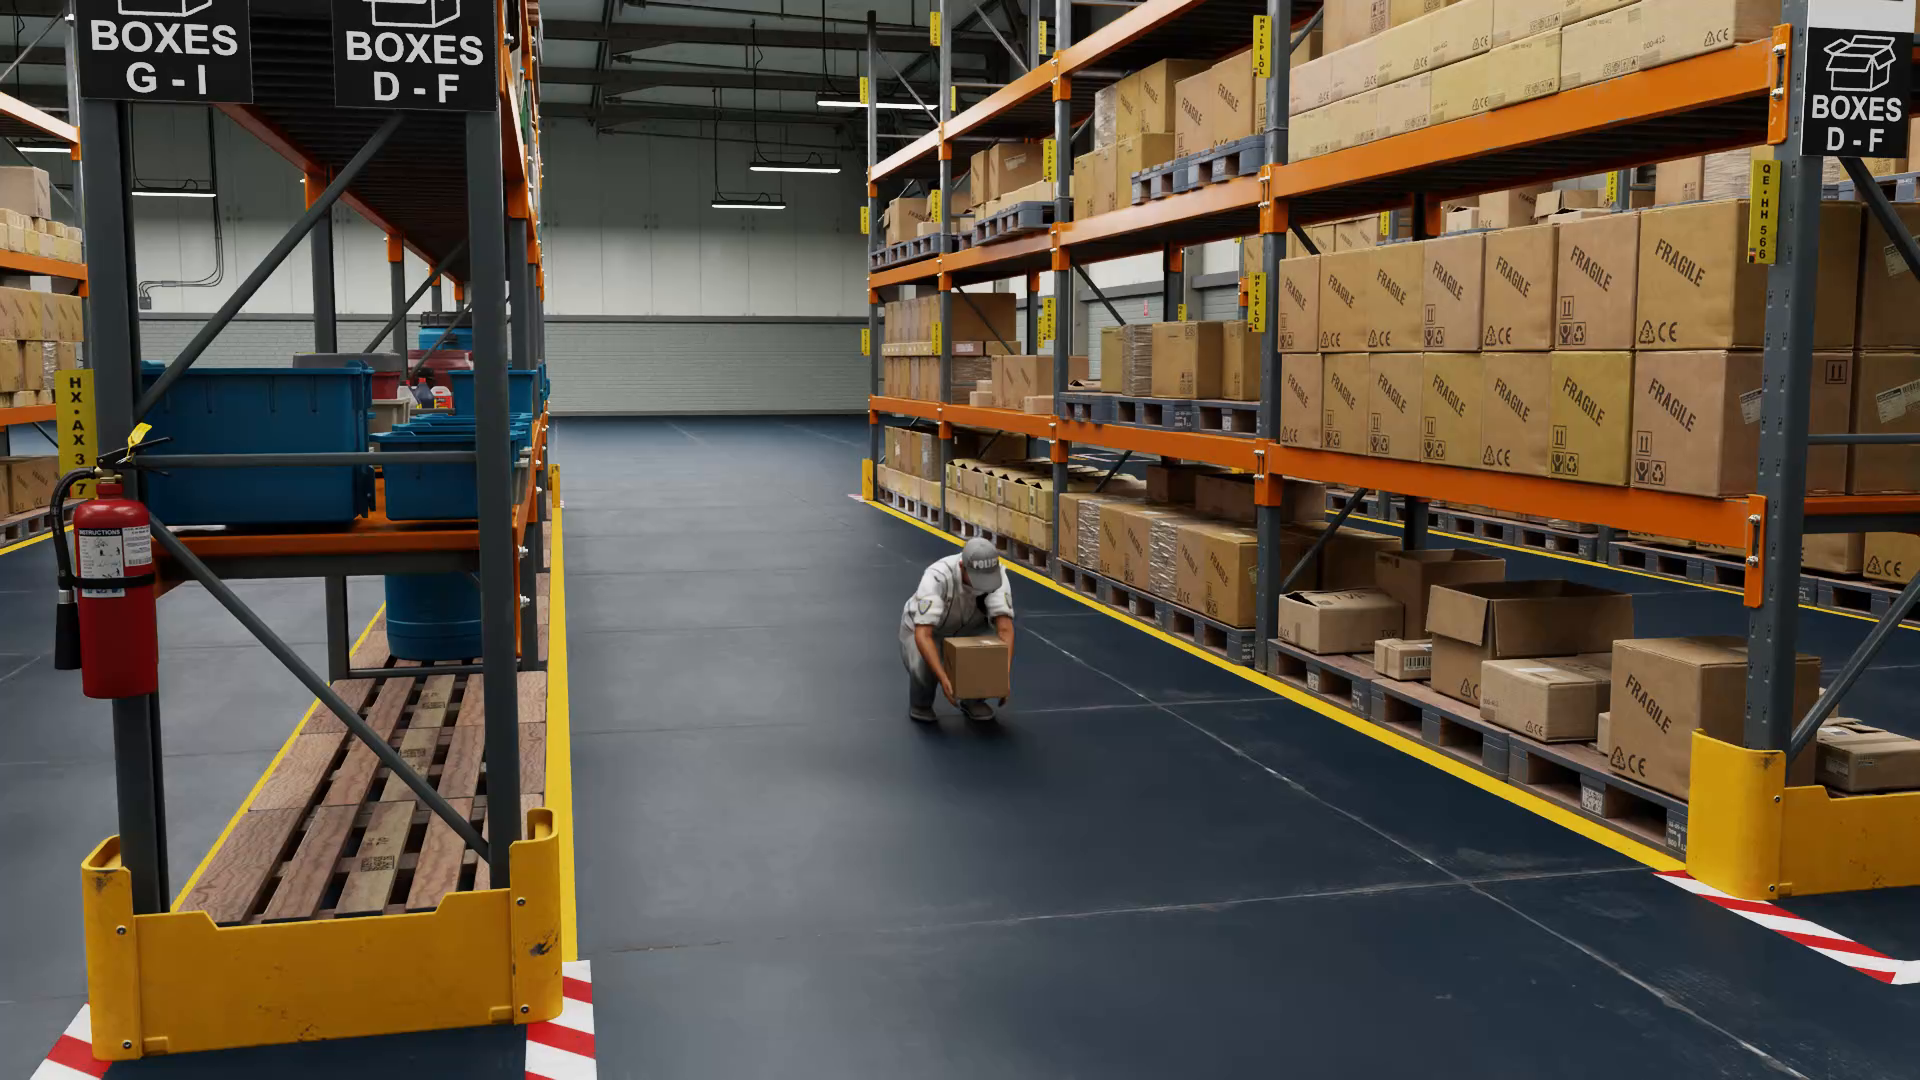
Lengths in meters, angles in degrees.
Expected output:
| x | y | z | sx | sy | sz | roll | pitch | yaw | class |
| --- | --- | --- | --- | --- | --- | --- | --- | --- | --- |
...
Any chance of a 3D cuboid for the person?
| x | y | z | sx | sy | sz | roll | pitch | yaw | class |
| --- | --- | --- | --- | --- | --- | --- | --- | --- | --- |
| -0.019 | 0.431 | 8.150 | 0.516 | 0.937 | 0.846 | -2 | 6 | -14 | person |
